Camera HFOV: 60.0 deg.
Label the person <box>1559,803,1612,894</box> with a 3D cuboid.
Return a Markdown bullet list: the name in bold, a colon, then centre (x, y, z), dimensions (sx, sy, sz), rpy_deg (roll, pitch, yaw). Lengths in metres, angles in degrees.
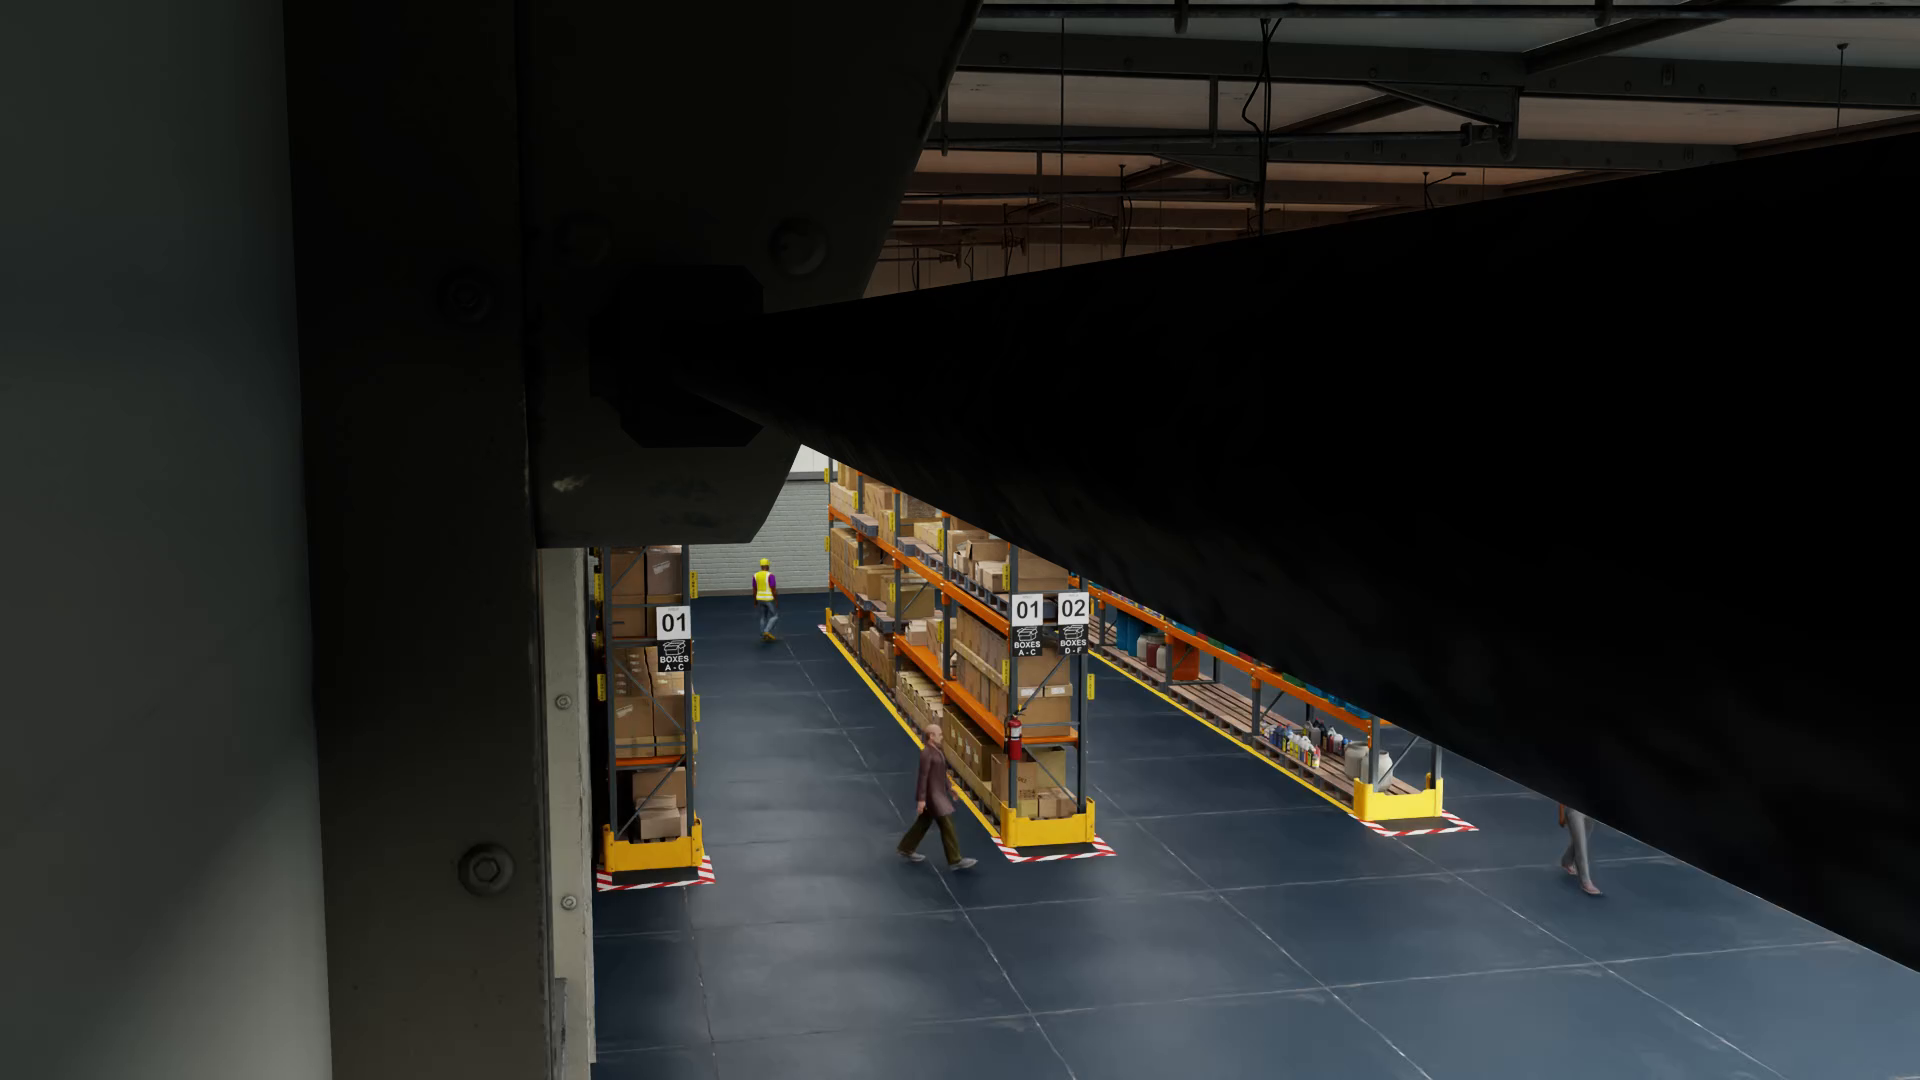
- **person**: centre (7.276, 3.223, 19.393), dimensions (0.474, 1.587, 0.937), rpy_deg (-2, 7, -14)

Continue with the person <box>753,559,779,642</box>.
- **person**: centre (-4.127, 1.280, 35.220), dimensions (0.609, 1.769, 0.489), rpy_deg (4, 8, 29)

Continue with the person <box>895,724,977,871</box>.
- **person**: centre (-0.296, 3.093, 20.118), dimensions (1.014, 1.756, 0.578), rpy_deg (0, 7, 3)
